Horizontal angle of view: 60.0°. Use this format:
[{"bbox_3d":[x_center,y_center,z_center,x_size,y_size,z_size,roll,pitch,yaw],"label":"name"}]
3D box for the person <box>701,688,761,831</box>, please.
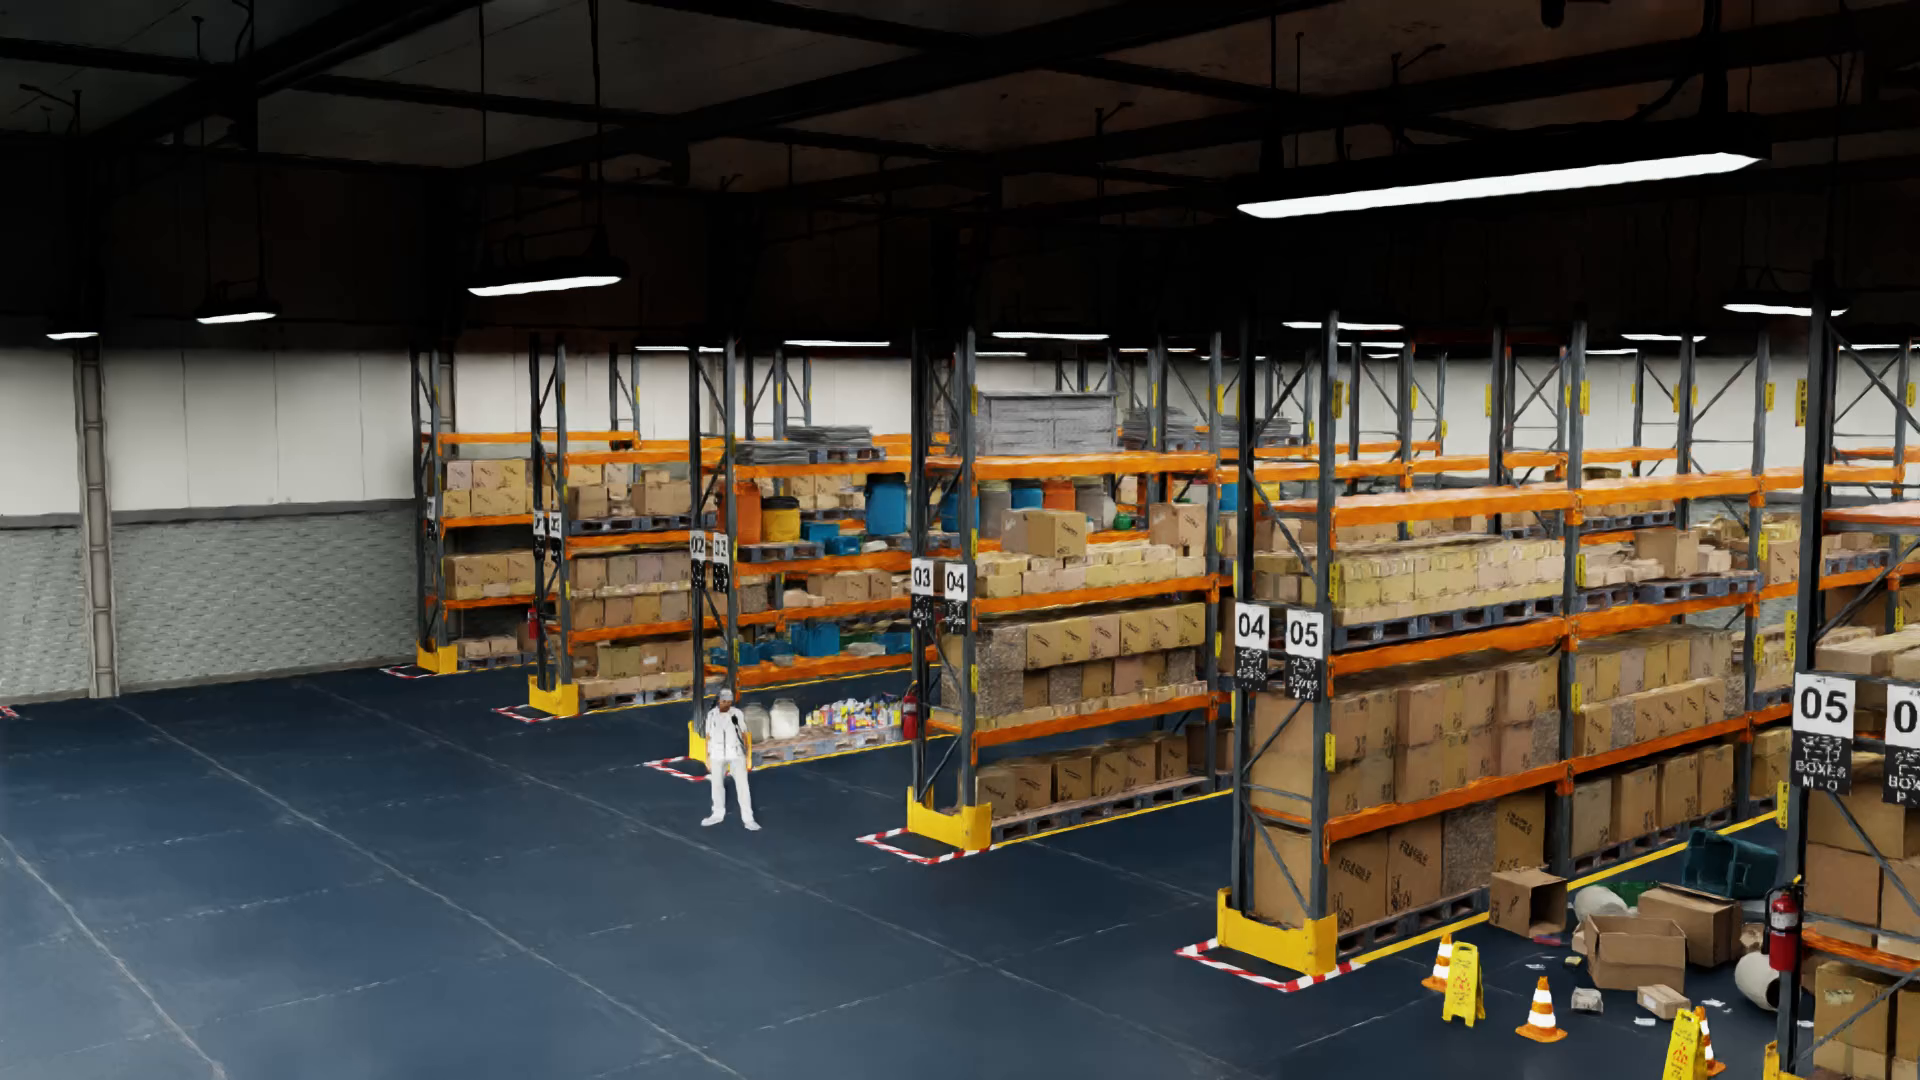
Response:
[{"bbox_3d":[-2.682,2.539,19.410,0.734,1.654,0.564,0,5,-1],"label":"person"}]
